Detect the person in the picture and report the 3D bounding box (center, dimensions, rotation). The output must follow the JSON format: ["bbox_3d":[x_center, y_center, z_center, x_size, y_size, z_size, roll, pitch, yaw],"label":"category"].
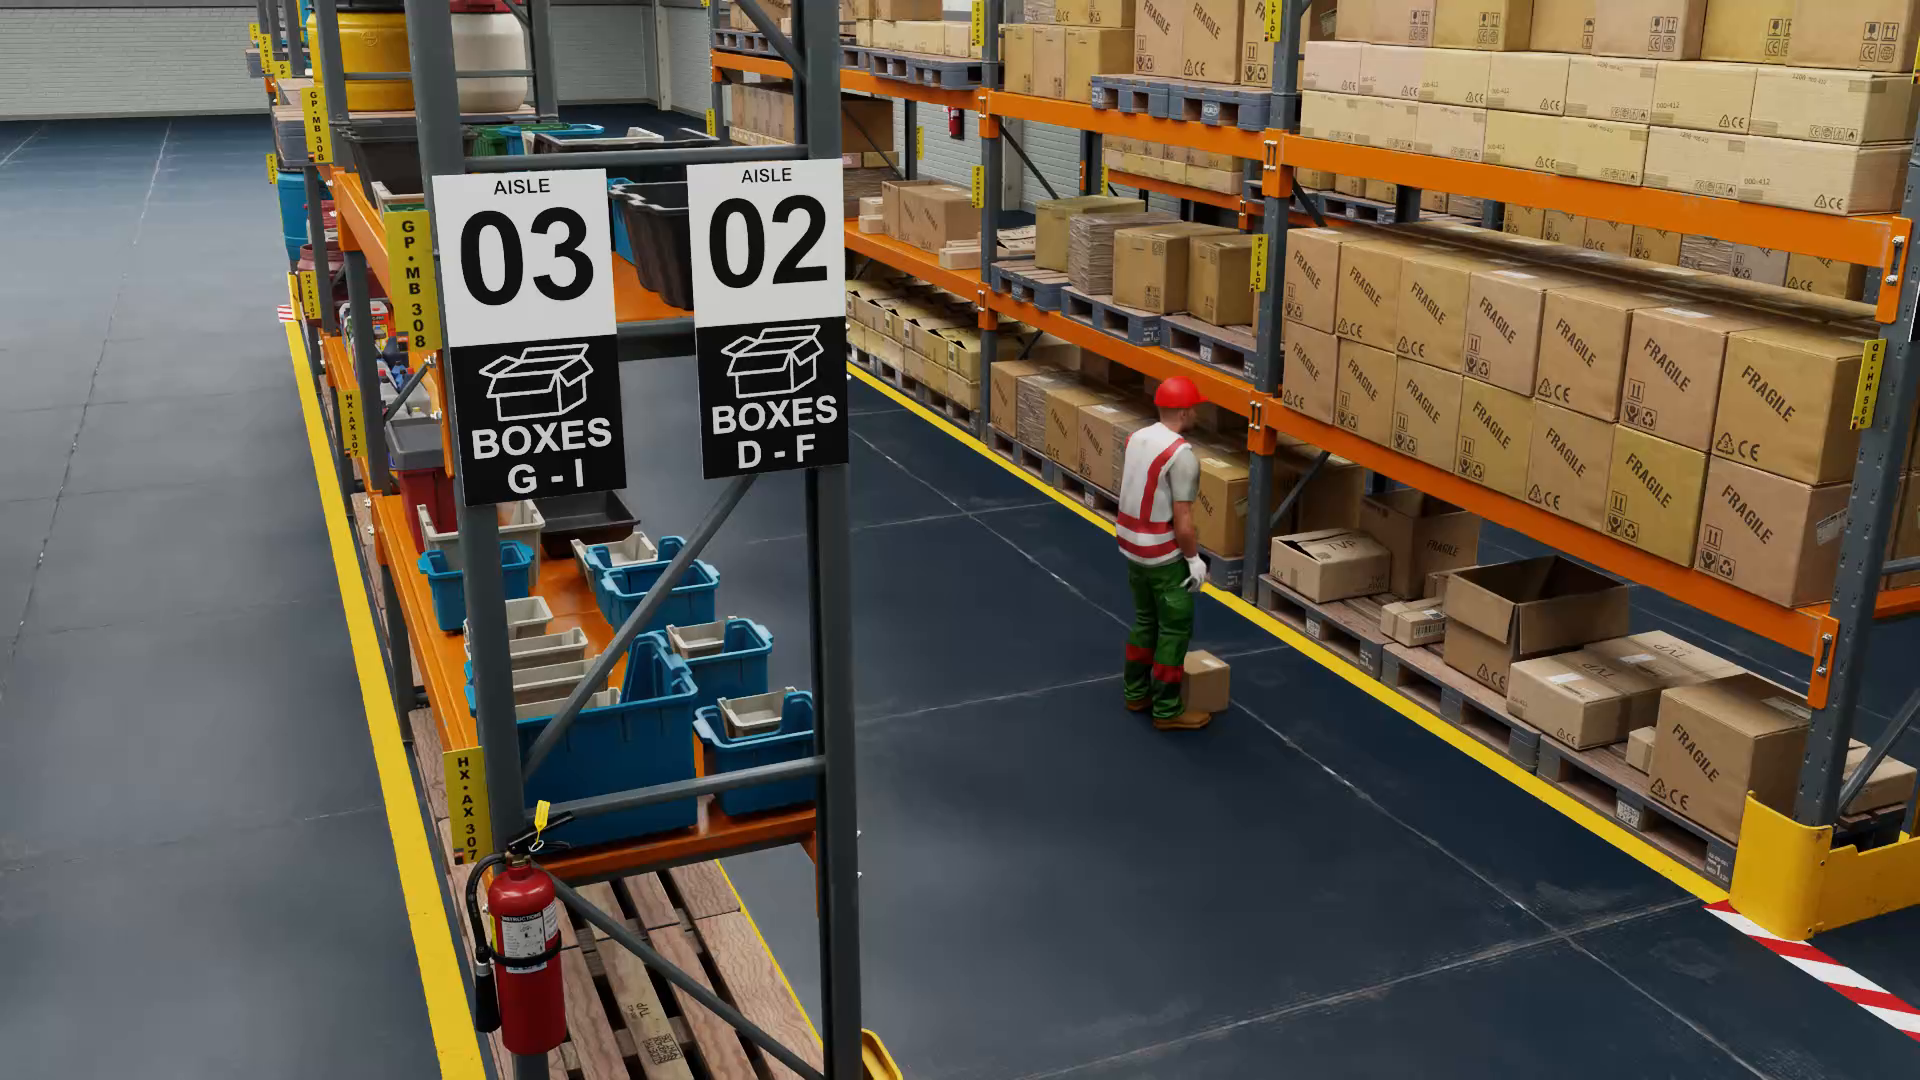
[{"bbox_3d":[1.026,0.059,8.366,0.447,1.778,0.592,-9,20,-24],"label":"person"}]
